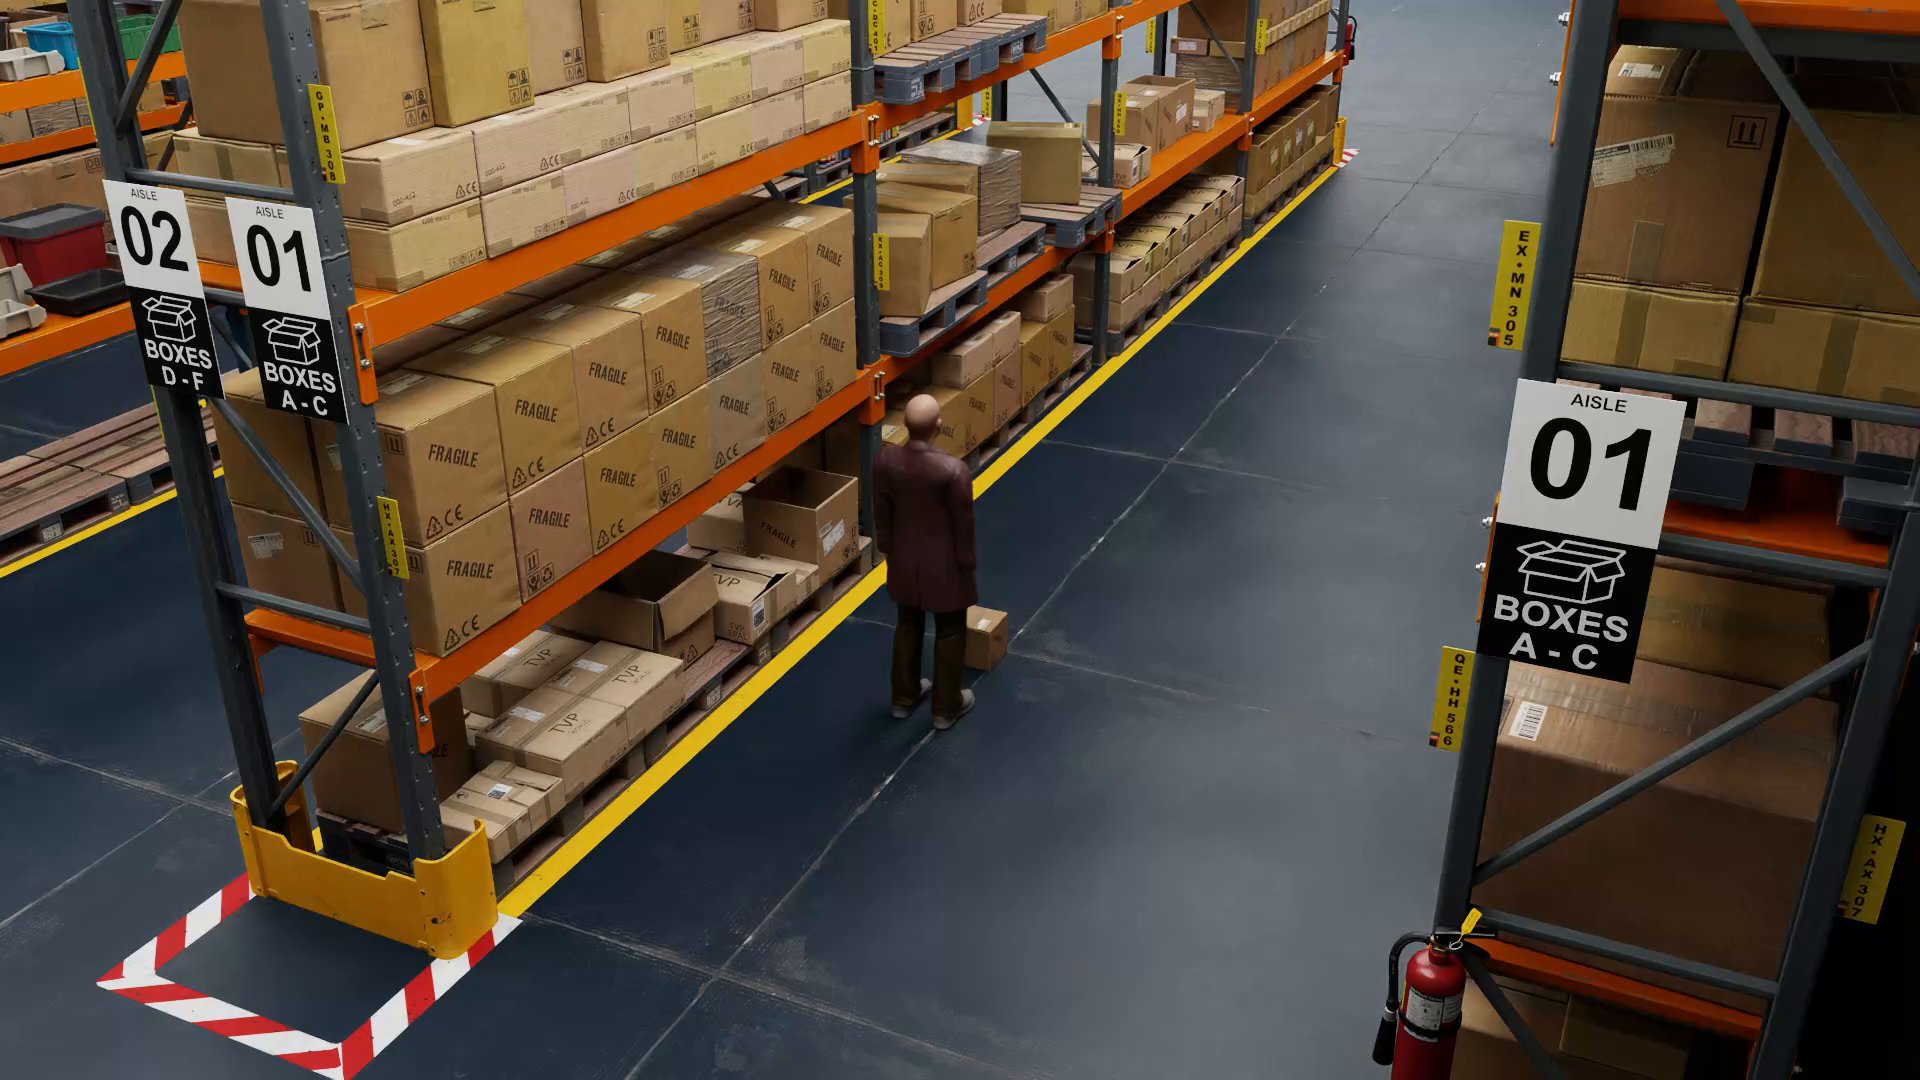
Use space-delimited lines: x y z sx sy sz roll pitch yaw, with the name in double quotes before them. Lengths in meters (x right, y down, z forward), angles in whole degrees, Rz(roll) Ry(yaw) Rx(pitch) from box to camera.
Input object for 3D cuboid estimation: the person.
"person" -0.165 0.094 8.441 0.562 1.774 0.377 12 28 23
